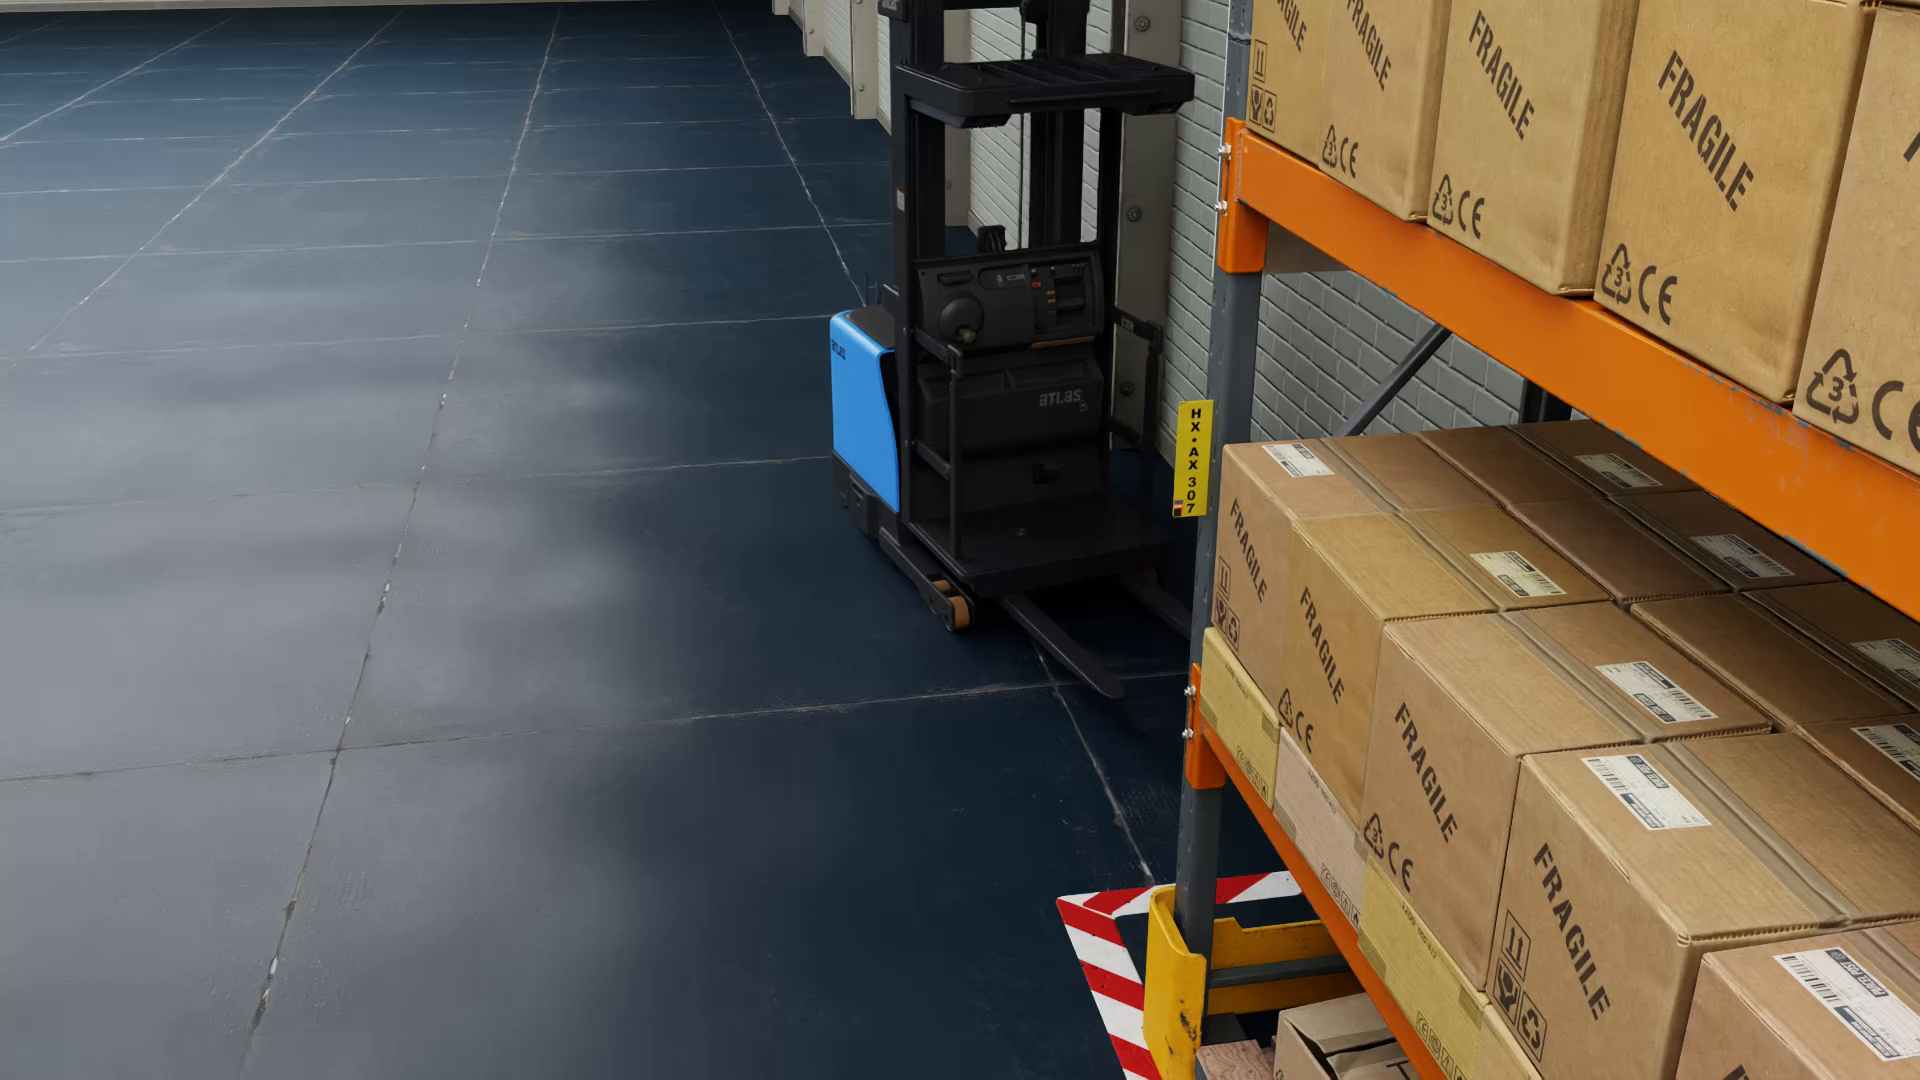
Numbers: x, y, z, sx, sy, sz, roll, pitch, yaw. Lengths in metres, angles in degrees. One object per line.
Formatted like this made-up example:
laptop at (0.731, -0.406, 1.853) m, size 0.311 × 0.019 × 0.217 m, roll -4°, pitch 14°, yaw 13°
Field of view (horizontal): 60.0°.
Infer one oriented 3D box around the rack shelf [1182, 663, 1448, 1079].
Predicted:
rack shelf at (1.524, 1.259, 3.019) m, size 1.077 × 0.370 × 4.000 m, roll -4°, pitch 24°, yaw -10°

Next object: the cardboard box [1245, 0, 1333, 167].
cardboard box at (0.970, -1.137, 3.708) m, size 0.500 × 0.500 × 0.500 m, roll -4°, pitch 24°, yaw -8°

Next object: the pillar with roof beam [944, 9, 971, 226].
pillar with roof beam at (-4.316, -6.797, 13.070) m, size 9.100 × 9.000 × 0.400 m, roll -4°, pitch 24°, yaw -10°

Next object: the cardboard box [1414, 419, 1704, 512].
cardboard box at (1.450, 0.028, 4.164) m, size 0.500 × 0.500 × 0.500 m, roll -5°, pitch 24°, yaw -10°

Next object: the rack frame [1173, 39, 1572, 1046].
rack frame at (1.154, 0.142, 4.676) m, size 1.000 × 3.000 × 0.127 m, roll -4°, pitch 24°, yaw -10°

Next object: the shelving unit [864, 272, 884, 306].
shelving unit at (-0.376, -0.900, 9.310) m, size 0.258 × 1.200 × 0.189 m, roll -10°, pitch 25°, yaw -21°

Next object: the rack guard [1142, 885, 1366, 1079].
rack guard at (1.168, 1.318, 5.108) m, size 1.175 × 0.500 × 0.348 m, roll -4°, pitch 24°, yaw -10°

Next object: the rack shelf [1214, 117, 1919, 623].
rack shelf at (1.524, -0.116, 2.419) m, size 1.077 × 0.370 × 4.000 m, roll -4°, pitch 24°, yaw -10°

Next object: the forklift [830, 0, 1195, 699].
forklift at (0.332, -1.109, 7.627) m, size 1.130 × 2.935 × 3.031 m, roll -10°, pitch 25°, yaw -21°

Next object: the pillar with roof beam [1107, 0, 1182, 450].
pillar with roof beam at (-3.207, -4.437, 7.666) m, size 9.100 × 9.000 × 0.400 m, roll -4°, pitch 24°, yaw -10°

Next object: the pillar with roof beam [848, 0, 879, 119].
pillar with roof beam at (-5.426, -9.157, 18.473) m, size 9.100 × 9.000 × 0.400 m, roll -4°, pitch 24°, yaw -10°

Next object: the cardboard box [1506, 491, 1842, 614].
cardboard box at (1.533, 0.227, 3.709) m, size 0.500 × 0.500 × 0.500 m, roll -4°, pitch 24°, yaw -9°

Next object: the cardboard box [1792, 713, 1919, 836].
cardboard box at (1.726, 0.628, 2.790) m, size 0.500 × 0.500 × 0.500 m, roll -4°, pitch 24°, yaw -9°

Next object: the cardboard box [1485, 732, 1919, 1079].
cardboard box at (1.225, 0.669, 2.695) m, size 0.500 × 0.500 × 0.500 m, roll -4°, pitch 24°, yaw -8°

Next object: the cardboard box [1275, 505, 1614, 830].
cardboard box at (1.028, 0.263, 3.625) m, size 0.500 × 0.500 × 0.500 m, roll -4°, pitch 24°, yaw -10°

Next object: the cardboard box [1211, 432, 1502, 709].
cardboard box at (0.947, 0.068, 4.071) m, size 0.500 × 0.500 × 0.500 m, roll -4°, pitch 24°, yaw -10°

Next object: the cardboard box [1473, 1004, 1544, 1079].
cardboard box at (1.222, 1.020, 2.828) m, size 0.500 × 0.250 × 0.500 m, roll -4°, pitch 24°, yaw -9°

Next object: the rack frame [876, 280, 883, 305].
rack frame at (-0.340, -0.867, 9.232) m, size 0.240 × 1.200 × 0.006 m, roll -10°, pitch 25°, yaw -21°

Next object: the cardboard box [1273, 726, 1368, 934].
cardboard box at (1.042, 0.621, 3.744) m, size 0.500 × 0.250 × 0.500 m, roll -5°, pitch 24°, yaw -11°

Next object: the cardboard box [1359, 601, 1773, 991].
cardboard box at (1.118, 0.467, 3.158) m, size 0.500 × 0.500 × 0.500 m, roll -5°, pitch 24°, yaw -11°

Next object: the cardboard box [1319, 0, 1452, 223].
cardboard box at (1.034, -0.923, 3.219) m, size 0.500 × 0.500 × 0.500 m, roll -3°, pitch 24°, yaw -6°

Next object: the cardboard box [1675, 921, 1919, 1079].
cardboard box at (1.322, 0.874, 2.227) m, size 0.500 × 0.500 × 0.500 m, roll -5°, pitch 24°, yaw -11°

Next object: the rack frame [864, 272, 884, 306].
rack frame at (-0.411, -0.933, 9.387) m, size 0.240 × 1.200 × 0.006 m, roll -10°, pitch 25°, yaw -21°

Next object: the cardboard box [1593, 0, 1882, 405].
cardboard box at (1.254, -0.510, 2.273) m, size 0.500 × 0.500 × 0.500 m, roll -3°, pitch 24°, yaw -6°

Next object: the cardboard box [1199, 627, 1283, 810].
cardboard box at (0.932, 0.417, 4.209) m, size 0.500 × 0.250 × 0.500 m, roll -5°, pitch 24°, yaw -11°

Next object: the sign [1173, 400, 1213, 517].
sign at (0.621, -0.214, 4.411) m, size 0.100 × 0.325 × 0.005 m, roll -4°, pitch 24°, yaw -10°

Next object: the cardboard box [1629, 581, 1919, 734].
cardboard box at (1.633, 0.430, 3.244) m, size 0.500 × 0.500 × 0.500 m, roll -5°, pitch 24°, yaw -11°

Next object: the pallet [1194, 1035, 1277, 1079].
pallet at (1.283, 1.772, 4.428) m, size 1.003 × 0.211 × 1.213 m, roll -4°, pitch 24°, yaw -10°

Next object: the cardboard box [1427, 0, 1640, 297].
cardboard box at (1.134, -0.719, 2.752) m, size 0.500 × 0.500 × 0.500 m, roll -3°, pitch 24°, yaw -7°

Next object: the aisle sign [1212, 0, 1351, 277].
aisle sign at (0.846, -1.055, 4.170) m, size 0.394 × 0.787 × 0.004 m, roll -4°, pitch 24°, yaw -10°

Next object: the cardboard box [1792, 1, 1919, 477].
cardboard box at (1.337, -0.309, 1.813) m, size 0.500 × 0.500 × 0.500 m, roll -5°, pitch 24°, yaw -12°

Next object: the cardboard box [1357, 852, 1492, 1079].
cardboard box at (1.130, 0.821, 3.284) m, size 0.500 × 0.250 × 0.500 m, roll -5°, pitch 24°, yaw -11°

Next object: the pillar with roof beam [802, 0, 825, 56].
pillar with roof beam at (-6.535, -11.517, 23.877) m, size 9.100 × 9.000 × 0.400 m, roll -4°, pitch 24°, yaw -10°

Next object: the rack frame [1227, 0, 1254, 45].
rack frame at (1.154, -2.607, 3.476) m, size 1.000 × 3.000 × 0.127 m, roll -4°, pitch 24°, yaw -10°

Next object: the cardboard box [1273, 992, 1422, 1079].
cardboard box at (1.193, 1.452, 4.488) m, size 0.500 × 0.311 × 0.500 m, roll -7°, pitch 25°, yaw -16°

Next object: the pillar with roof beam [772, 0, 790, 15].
pillar with roof beam at (-7.645, -13.877, 29.280) m, size 9.100 × 9.000 × 0.400 m, roll -4°, pitch 24°, yaw -10°
